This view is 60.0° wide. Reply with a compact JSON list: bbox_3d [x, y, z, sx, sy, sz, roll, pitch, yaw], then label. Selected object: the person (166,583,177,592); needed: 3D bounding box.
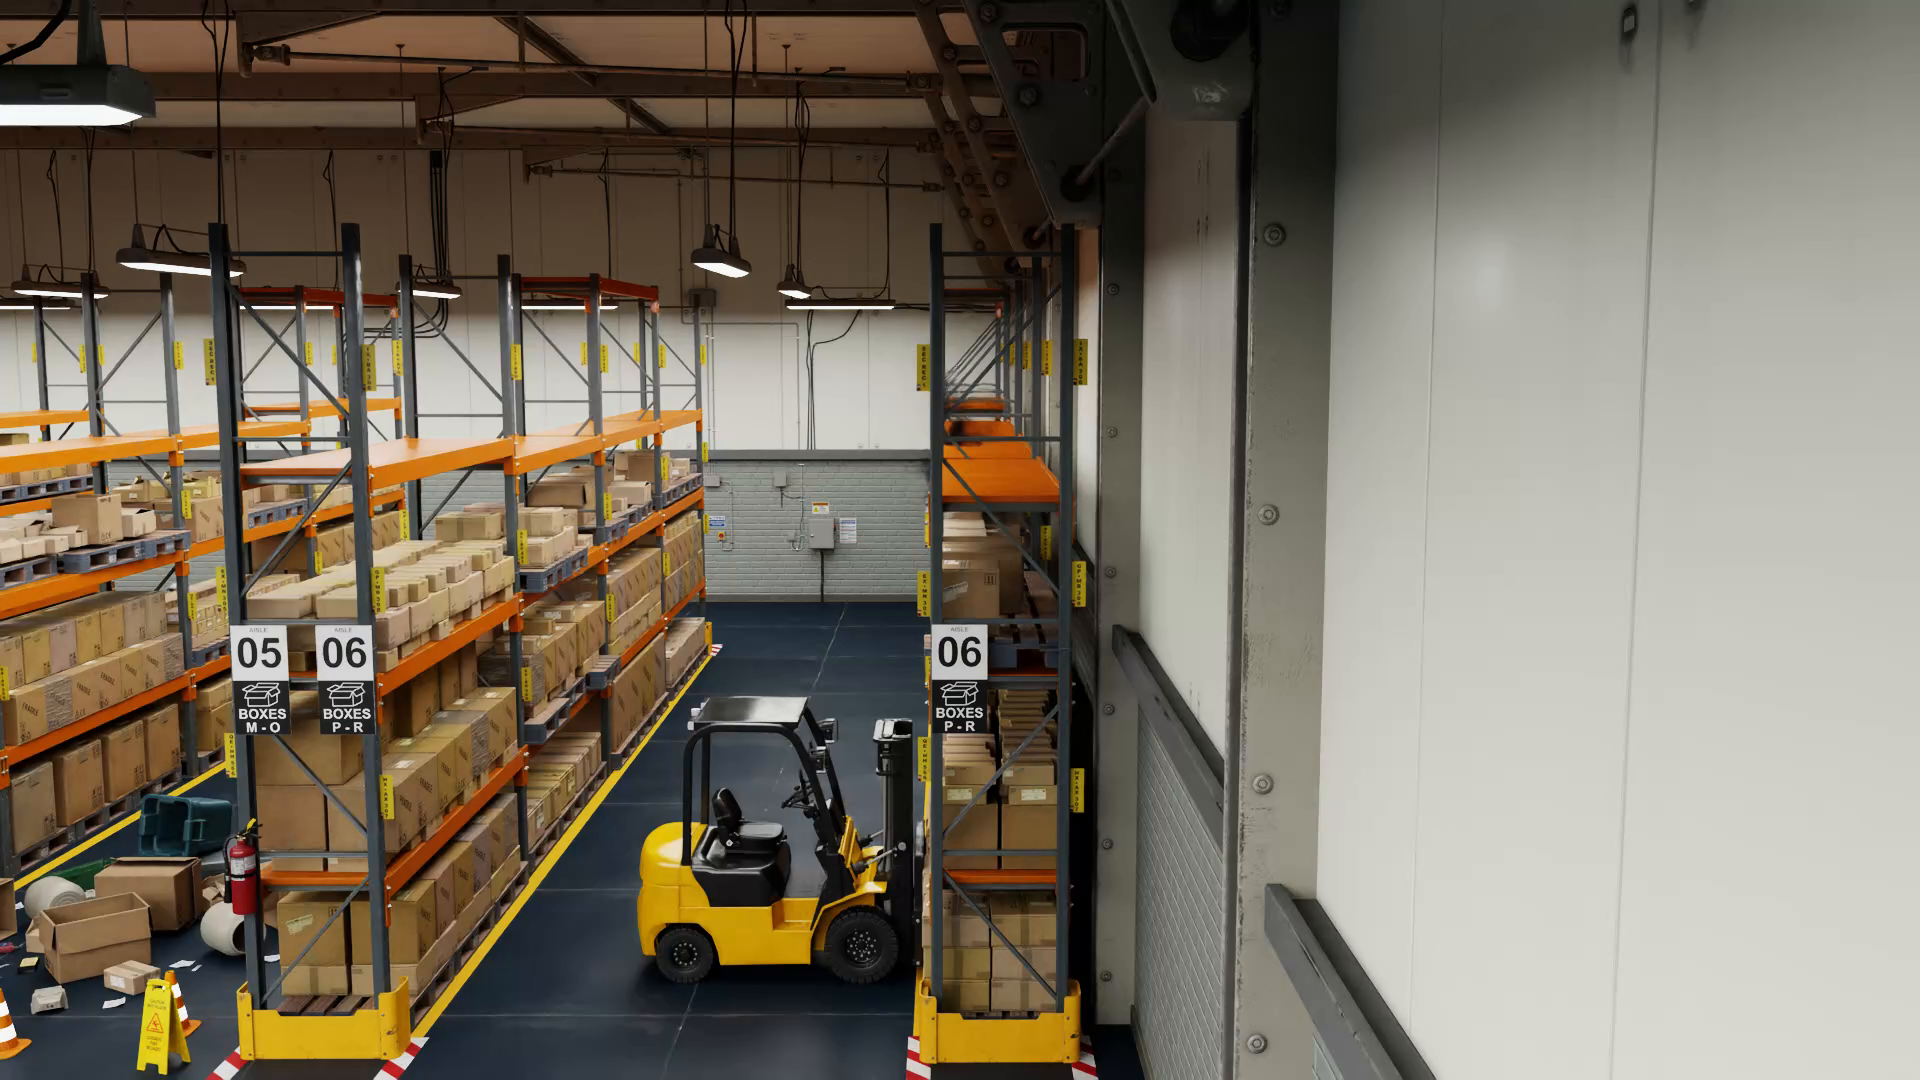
[{"bbox_3d":[-11.308,1.496,24.065,0.669,1.742,0.517,0,7,4],"label":"person"}]
